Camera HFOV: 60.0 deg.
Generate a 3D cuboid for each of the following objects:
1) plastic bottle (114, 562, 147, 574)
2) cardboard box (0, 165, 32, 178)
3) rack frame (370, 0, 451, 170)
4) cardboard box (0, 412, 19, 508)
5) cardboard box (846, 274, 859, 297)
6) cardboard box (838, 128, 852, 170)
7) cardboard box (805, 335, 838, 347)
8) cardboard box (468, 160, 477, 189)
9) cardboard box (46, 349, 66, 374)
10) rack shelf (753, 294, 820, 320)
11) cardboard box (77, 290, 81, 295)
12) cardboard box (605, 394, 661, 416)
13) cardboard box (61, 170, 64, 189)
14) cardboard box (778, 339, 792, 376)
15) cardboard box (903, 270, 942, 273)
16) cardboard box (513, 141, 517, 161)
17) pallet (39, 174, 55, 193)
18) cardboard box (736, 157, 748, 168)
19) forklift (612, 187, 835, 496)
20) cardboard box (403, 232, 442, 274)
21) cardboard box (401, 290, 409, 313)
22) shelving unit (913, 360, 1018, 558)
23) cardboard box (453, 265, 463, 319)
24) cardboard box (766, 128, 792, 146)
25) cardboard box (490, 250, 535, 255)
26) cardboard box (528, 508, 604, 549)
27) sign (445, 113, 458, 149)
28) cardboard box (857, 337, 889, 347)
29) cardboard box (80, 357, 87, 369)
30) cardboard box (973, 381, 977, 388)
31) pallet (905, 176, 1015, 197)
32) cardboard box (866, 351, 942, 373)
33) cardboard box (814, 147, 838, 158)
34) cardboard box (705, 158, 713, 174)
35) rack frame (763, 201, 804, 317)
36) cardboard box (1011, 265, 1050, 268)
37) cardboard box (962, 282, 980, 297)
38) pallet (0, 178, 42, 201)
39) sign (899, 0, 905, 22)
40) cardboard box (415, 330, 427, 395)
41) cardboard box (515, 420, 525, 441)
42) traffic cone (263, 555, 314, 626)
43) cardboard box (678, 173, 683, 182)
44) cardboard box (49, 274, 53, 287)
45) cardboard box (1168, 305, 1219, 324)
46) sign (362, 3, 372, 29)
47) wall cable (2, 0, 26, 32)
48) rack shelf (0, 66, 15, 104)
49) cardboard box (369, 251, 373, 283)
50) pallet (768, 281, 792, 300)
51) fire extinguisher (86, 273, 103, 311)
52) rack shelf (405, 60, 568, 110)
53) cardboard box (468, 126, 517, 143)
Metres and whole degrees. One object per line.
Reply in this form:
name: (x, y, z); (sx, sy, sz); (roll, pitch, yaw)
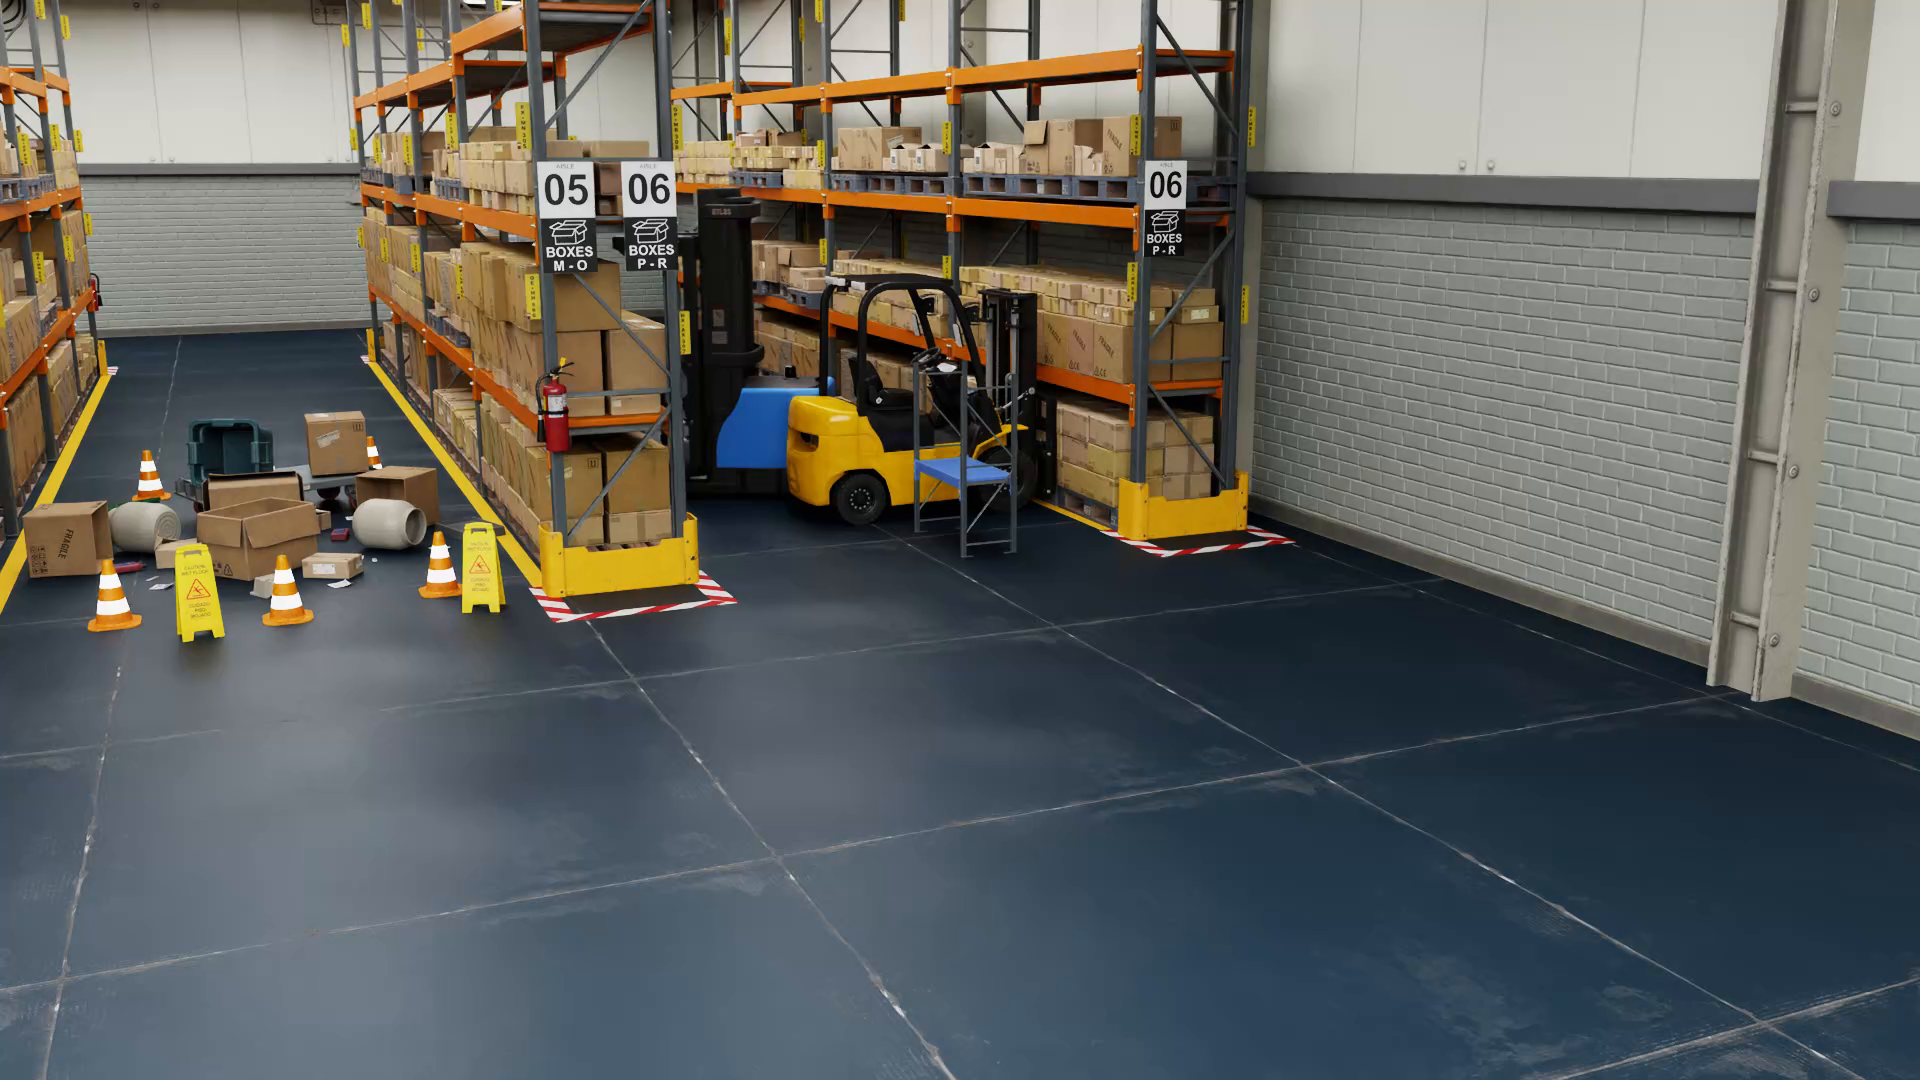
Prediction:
plastic bottle: (-6.658, 0.221, 13.278); (0.283, 0.061, 0.133); (-12, 18, -42)
cardboard box: (-10.271, -3.932, 17.834); (0.500, 0.500, 0.500); (-6, 14, -23)
rack frame: (-7.393, -6.497, 22.486); (1.000, 3.000, 0.127); (-6, 14, -23)
cardboard box: (-9.015, -0.683, 14.724); (1.050, 0.750, 0.750); (-6, 14, -23)
cardboard box: (-1.091, -3.151, 20.554); (0.500, 0.250, 0.500); (-5, 14, -21)
cardboard box: (-1.177, -4.789, 20.382); (0.500, 0.500, 0.500); (-5, 14, -22)
cardboard box: (-1.877, -2.691, 22.519); (0.380, 0.149, 0.250); (-6, 14, -25)
cardboard box: (-4.048, -3.234, 14.710); (0.500, 0.250, 0.500); (-6, 14, -23)
cardboard box: (-10.940, -2.112, 19.794); (0.500, 0.250, 0.500); (-6, 14, -25)
rack shelf: (-2.045, -3.260, 23.399); (1.077, 0.370, 4.000); (-6, 14, -23)
cardboard box: (-12.719, -3.556, 23.639); (0.380, 0.149, 0.250); (-6, 14, -25)
cardboard box: (-2.532, -1.062, 12.863); (0.380, 0.149, 0.250); (-6, 14, -23)
cardboard box: (-12.041, -4.717, 21.779); (0.500, 0.250, 0.500); (-6, 14, -24)
cardboard box: (-2.239, -2.570, 23.434); (0.500, 0.500, 0.500); (-6, 14, -25)
cardboard box: (-0.426, -2.995, 18.999); (0.380, 0.149, 0.250); (-6, 14, -24)
cardboard box: (-3.325, -3.082, 13.171); (0.380, 0.149, 0.250); (-6, 14, -23)
pallet: (-11.738, -4.339, 20.231); (1.213, 0.211, 1.003); (-6, 14, -23)
cardboard box: (-3.019, -5.462, 24.068); (0.380, 0.149, 0.250); (-5, 14, -22)
forklift: (-2.776, -1.940, 16.254); (3.031, 2.935, 1.130); (0, 13, 2)
cardboard box: (-6.643, -3.576, 20.728); (0.500, 0.500, 0.500); (-6, 14, -23)
cardboard box: (-6.867, -3.069, 21.309); (0.500, 0.250, 0.500); (-6, 14, -24)
shelving unit: (0.034, -0.713, 14.125); (0.538, 1.500, 1.048); (-6, 14, -23)
cardboard box: (-4.783, -2.497, 16.694); (0.500, 0.500, 0.500); (-6, 14, -23)
cardboard box: (-2.661, -5.906, 24.408); (0.396, 0.266, 0.258); (-6, 14, -24)
cardboard box: (-3.558, -2.179, 14.033); (0.700, 0.500, 0.500); (-6, 14, -23)
cardboard box: (-3.166, -0.108, 13.351); (0.500, 0.250, 0.500); (-6, 14, -23)
sign: (-4.695, -3.776, 15.360); (0.100, 0.325, 0.005); (-6, 14, -23)
cardboard box: (-1.168, -2.636, 22.281); (0.380, 0.149, 0.250); (-5, 14, -20)
cardboard box: (-12.291, -2.435, 22.970); (0.380, 0.149, 0.250); (-6, 14, -23)
cardboard box: (0.460, -1.488, 17.097); (0.500, 0.250, 0.500); (-6, 14, -23)
pallet: (-0.007, -3.920, 18.427); (0.805, 0.209, 1.217); (-6, 14, -25)
cardboard box: (-0.738, -1.981, 20.610); (0.875, 0.625, 0.625); (-5, 14, -21)
cardboard box: (-1.653, -4.969, 21.324); (0.380, 0.149, 0.250); (-5, 14, -21)
cardboard box: (-3.682, -5.847, 26.003); (0.500, 0.250, 0.500); (-5, 14, -22)
rack frame: (-2.846, -4.024, 25.103); (1.000, 3.000, 0.127); (-6, 14, -23)
cardboard box: (0.763, -2.842, 17.676); (0.380, 0.149, 0.250); (-6, 14, -23)
cardboard box: (0.245, -2.646, 17.490); (0.380, 0.149, 0.250); (-6, 14, -24)
pallet: (-9.979, -3.521, 16.699); (1.213, 0.211, 1.003); (-5, 14, -20)
sign: (-0.737, -6.703, 20.952); (0.100, 0.325, 0.005); (-6, 14, -23)
cardboard box: (-6.702, -2.437, 22.029); (0.875, 0.875, 0.875); (-5, 14, -21)
cardboard box: (-3.452, -0.906, 13.696); (0.380, 0.149, 0.250); (-5, 14, -22)
traffic cone: (-4.821, 0.339, 11.880); (0.336, 0.463, 0.334); (-6, 14, -23)
cardboard box: (-4.534, -6.102, 27.988); (0.380, 0.149, 0.250); (-5, 14, -22)
cardboard box: (-11.344, -3.164, 20.352); (0.380, 0.149, 0.250); (-5, 14, -21)
cardboard box: (2.062, -2.003, 14.710); (0.380, 0.149, 0.250); (-6, 14, -24)
sign: (-7.911, -6.985, 22.168); (0.100, 0.325, 0.005); (-6, 14, -23)
wall cable: (-17.182, -9.475, 28.219); (2.277, 5.999, 0.120); (-6, 14, -23)
rack shelf: (-9.485, -4.244, 15.234); (1.077, 0.370, 4.000); (-6, 14, -23)
cardboard box: (-8.838, -4.223, 25.741); (0.500, 0.500, 0.500); (-6, 14, -24)
pallet: (-2.027, -3.505, 23.288); (1.003, 0.211, 1.213); (-6, 14, -23)
fire extinguisher: (-13.168, -3.807, 25.167); (0.296, 0.674, 0.183); (-6, 14, -23)
rack shelf: (-4.990, -4.712, 17.256); (1.077, 0.370, 4.000); (-6, 14, -23)
cardboard box: (-4.537, -3.867, 16.064); (0.500, 0.250, 0.500); (-5, 14, -22)
